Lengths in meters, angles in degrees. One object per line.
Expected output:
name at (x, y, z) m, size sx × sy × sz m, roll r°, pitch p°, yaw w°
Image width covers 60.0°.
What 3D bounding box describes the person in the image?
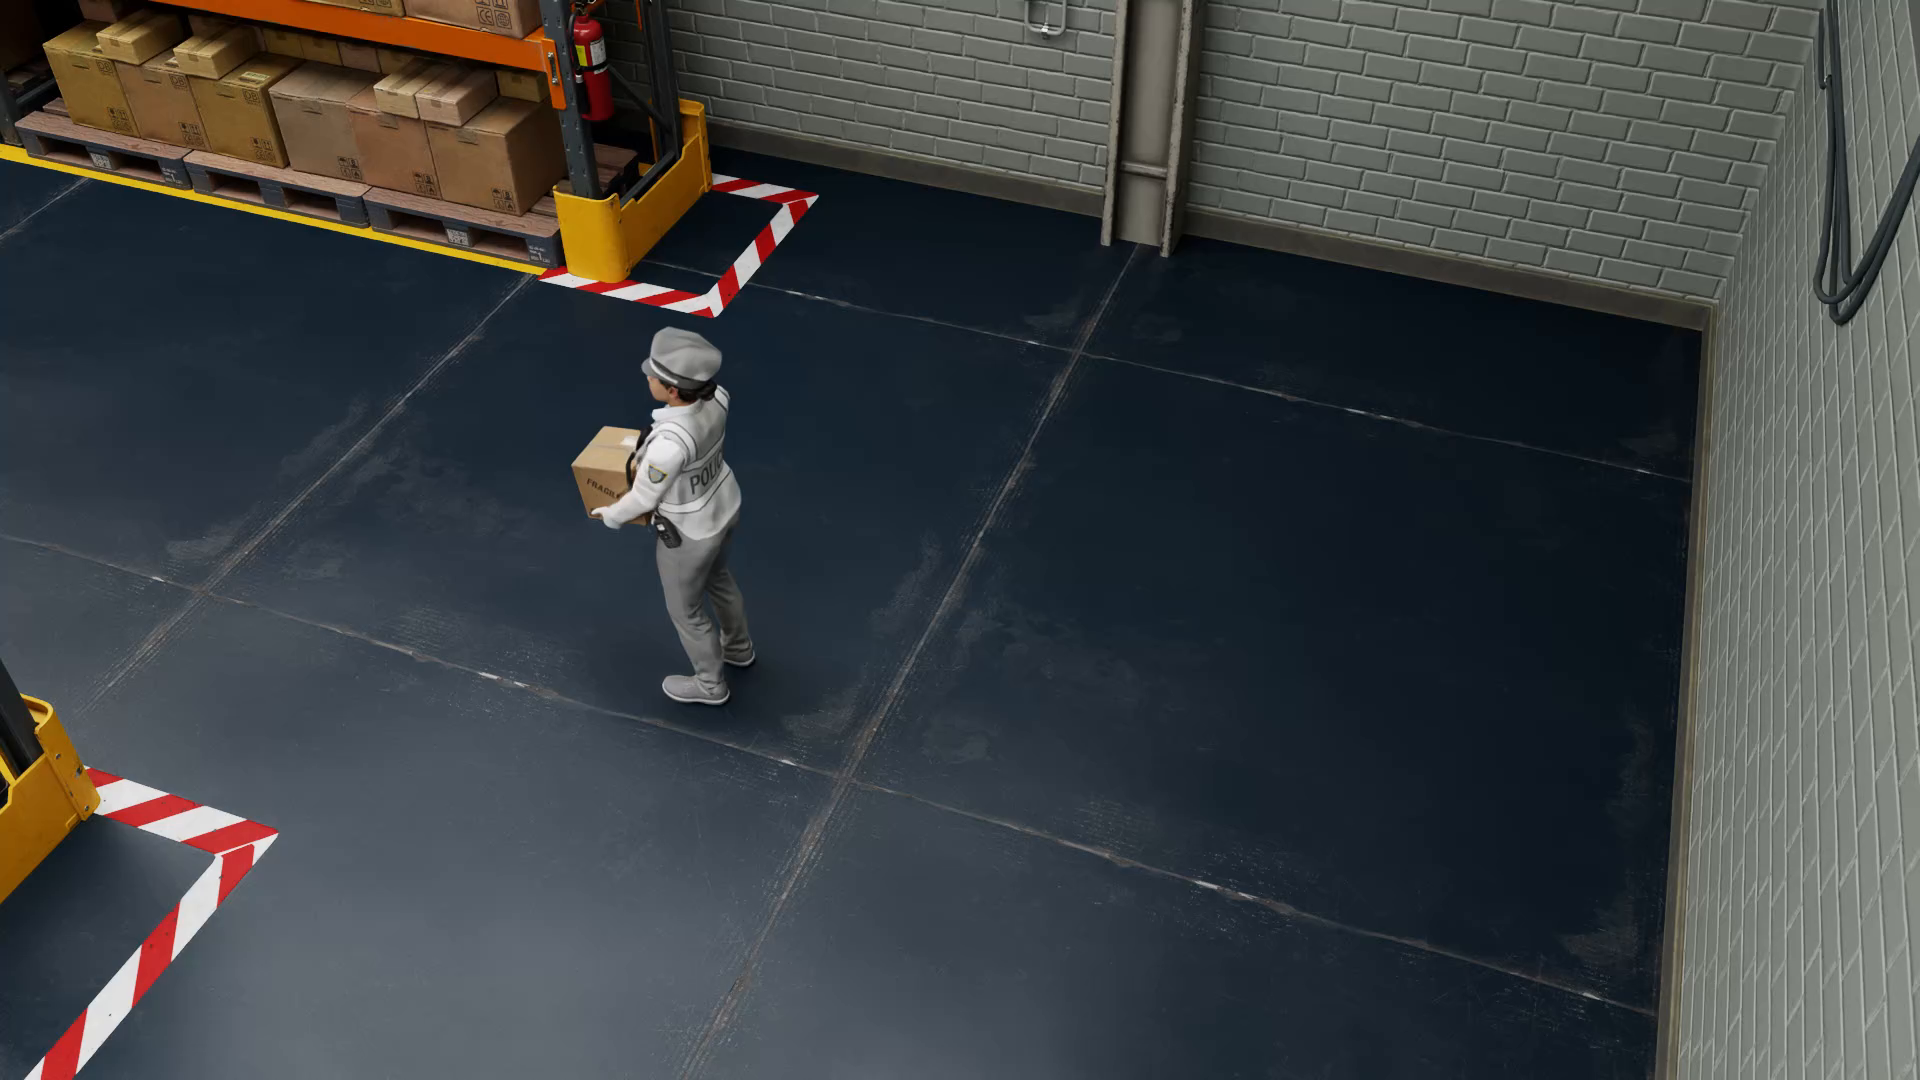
person at (-1.076, -0.088, 6.243) m, size 0.530 × 1.691 × 0.447 m, roll 13°, pitch 43°, yaw 15°
